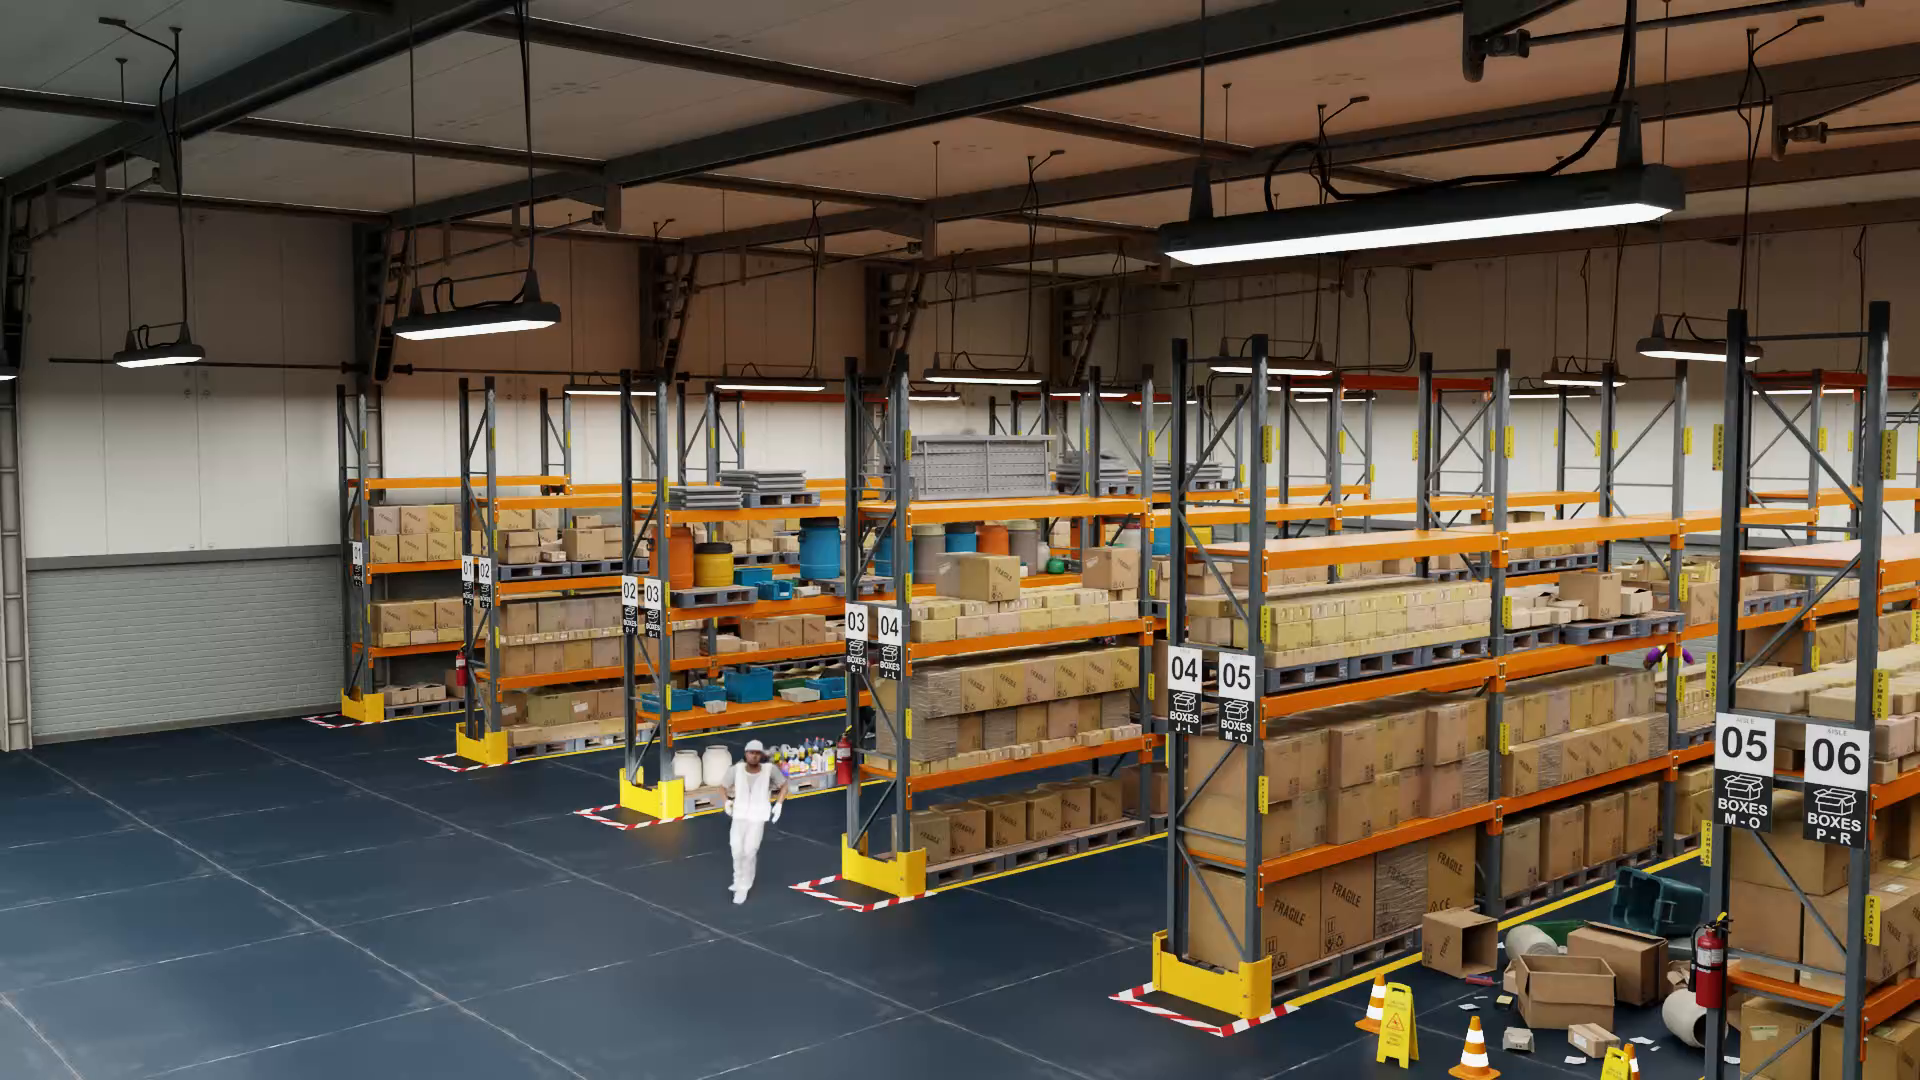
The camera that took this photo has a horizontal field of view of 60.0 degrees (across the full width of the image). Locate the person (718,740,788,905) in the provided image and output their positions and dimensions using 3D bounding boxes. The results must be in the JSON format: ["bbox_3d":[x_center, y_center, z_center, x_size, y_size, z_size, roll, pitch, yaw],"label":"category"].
[{"bbox_3d":[-2.307,3.087,18.331,0.734,1.792,0.673,1,4,9],"label":"person"}]

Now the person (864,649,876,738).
[{"bbox_3d":[-1.517,2.554,27.953,0.532,1.550,0.551,3,5,40],"label":"person"}]

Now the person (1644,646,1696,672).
[{"bbox_3d":[12.254,2.427,28.664,0.838,1.718,0.564,1,4,9],"label":"person"}]

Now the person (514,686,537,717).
[{"bbox_3d":[-7.356,2.447,28.318,0.698,1.716,0.606,3,5,38],"label":"person"}]

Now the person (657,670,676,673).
[{"bbox_3d":[-5.420,2.316,30.812,0.648,1.672,0.616,3,5,42],"label":"person"}]
